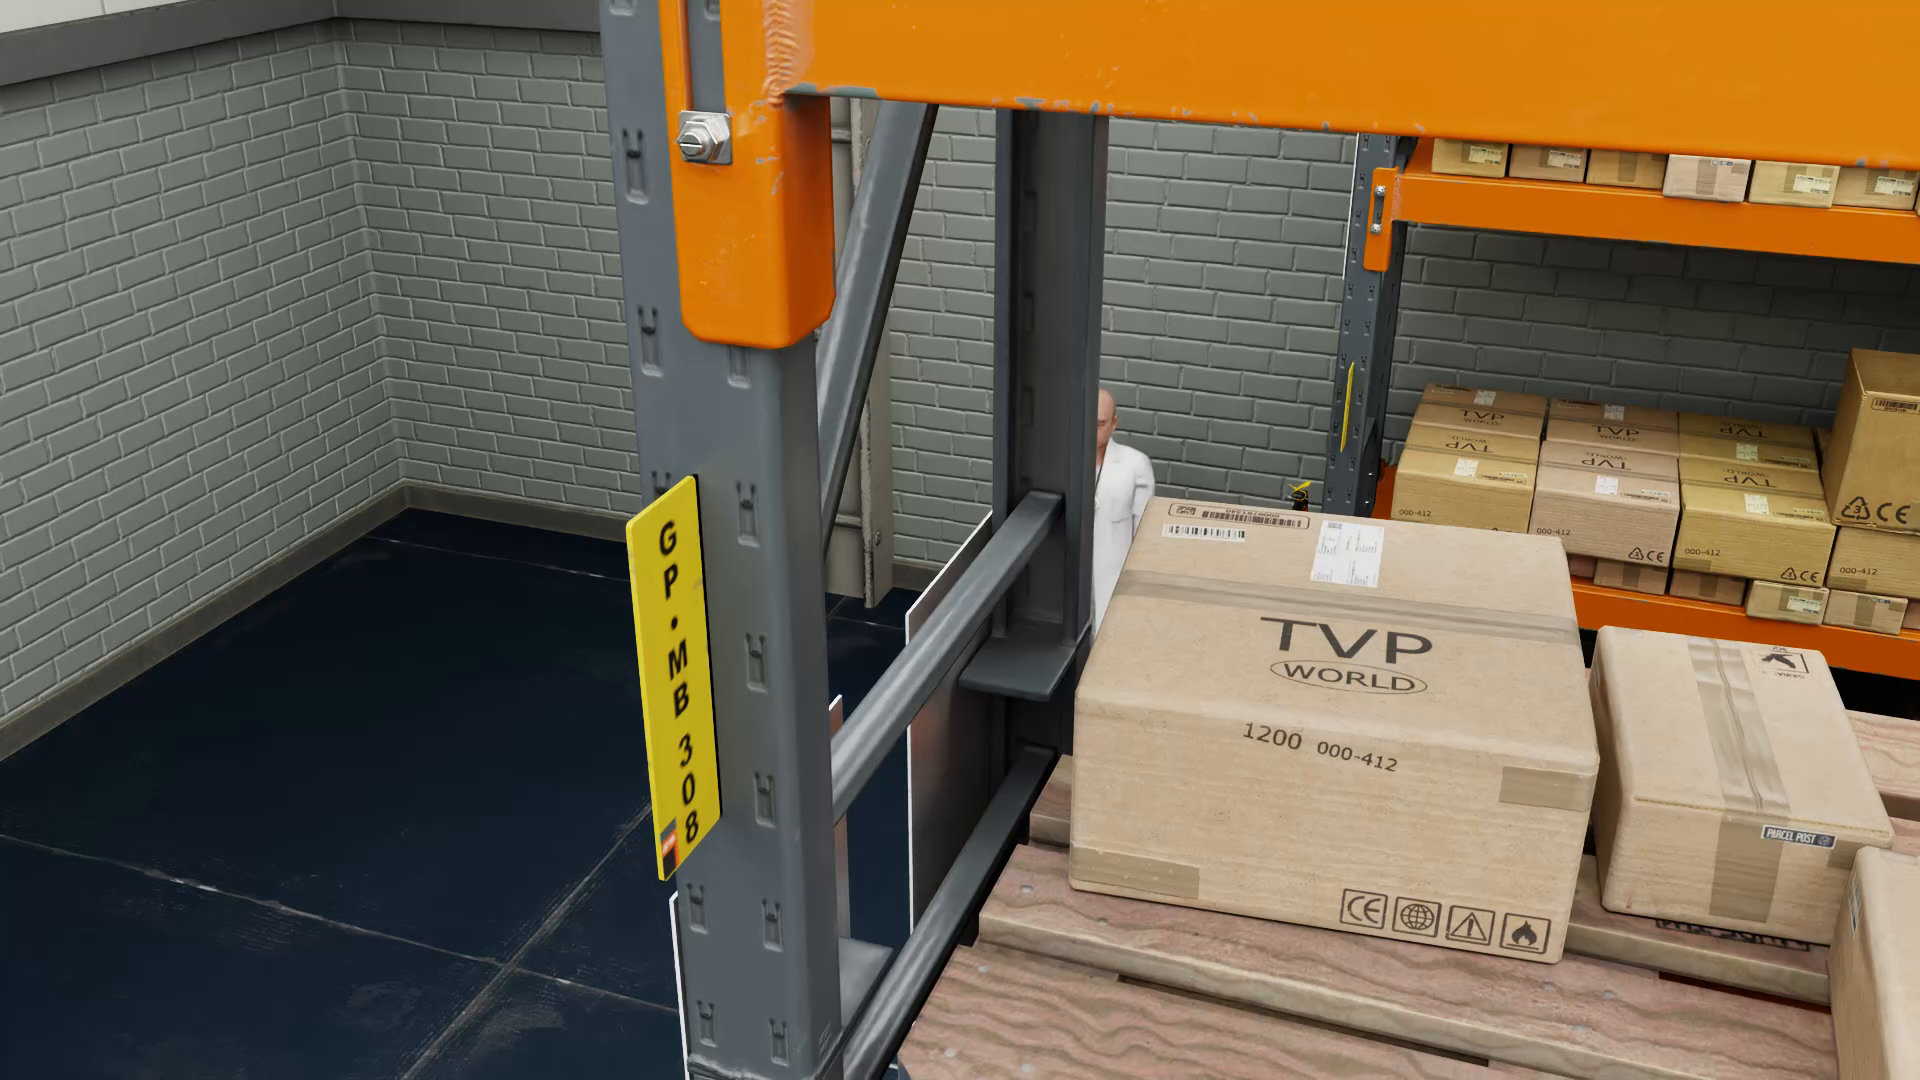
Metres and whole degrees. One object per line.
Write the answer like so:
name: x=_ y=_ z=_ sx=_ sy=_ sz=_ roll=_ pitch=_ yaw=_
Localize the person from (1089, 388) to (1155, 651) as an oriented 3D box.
person: x=0.547 y=0.228 z=7.175 sx=0.601 sy=1.810 sz=0.569 roll=7 pitch=26 yaw=14
